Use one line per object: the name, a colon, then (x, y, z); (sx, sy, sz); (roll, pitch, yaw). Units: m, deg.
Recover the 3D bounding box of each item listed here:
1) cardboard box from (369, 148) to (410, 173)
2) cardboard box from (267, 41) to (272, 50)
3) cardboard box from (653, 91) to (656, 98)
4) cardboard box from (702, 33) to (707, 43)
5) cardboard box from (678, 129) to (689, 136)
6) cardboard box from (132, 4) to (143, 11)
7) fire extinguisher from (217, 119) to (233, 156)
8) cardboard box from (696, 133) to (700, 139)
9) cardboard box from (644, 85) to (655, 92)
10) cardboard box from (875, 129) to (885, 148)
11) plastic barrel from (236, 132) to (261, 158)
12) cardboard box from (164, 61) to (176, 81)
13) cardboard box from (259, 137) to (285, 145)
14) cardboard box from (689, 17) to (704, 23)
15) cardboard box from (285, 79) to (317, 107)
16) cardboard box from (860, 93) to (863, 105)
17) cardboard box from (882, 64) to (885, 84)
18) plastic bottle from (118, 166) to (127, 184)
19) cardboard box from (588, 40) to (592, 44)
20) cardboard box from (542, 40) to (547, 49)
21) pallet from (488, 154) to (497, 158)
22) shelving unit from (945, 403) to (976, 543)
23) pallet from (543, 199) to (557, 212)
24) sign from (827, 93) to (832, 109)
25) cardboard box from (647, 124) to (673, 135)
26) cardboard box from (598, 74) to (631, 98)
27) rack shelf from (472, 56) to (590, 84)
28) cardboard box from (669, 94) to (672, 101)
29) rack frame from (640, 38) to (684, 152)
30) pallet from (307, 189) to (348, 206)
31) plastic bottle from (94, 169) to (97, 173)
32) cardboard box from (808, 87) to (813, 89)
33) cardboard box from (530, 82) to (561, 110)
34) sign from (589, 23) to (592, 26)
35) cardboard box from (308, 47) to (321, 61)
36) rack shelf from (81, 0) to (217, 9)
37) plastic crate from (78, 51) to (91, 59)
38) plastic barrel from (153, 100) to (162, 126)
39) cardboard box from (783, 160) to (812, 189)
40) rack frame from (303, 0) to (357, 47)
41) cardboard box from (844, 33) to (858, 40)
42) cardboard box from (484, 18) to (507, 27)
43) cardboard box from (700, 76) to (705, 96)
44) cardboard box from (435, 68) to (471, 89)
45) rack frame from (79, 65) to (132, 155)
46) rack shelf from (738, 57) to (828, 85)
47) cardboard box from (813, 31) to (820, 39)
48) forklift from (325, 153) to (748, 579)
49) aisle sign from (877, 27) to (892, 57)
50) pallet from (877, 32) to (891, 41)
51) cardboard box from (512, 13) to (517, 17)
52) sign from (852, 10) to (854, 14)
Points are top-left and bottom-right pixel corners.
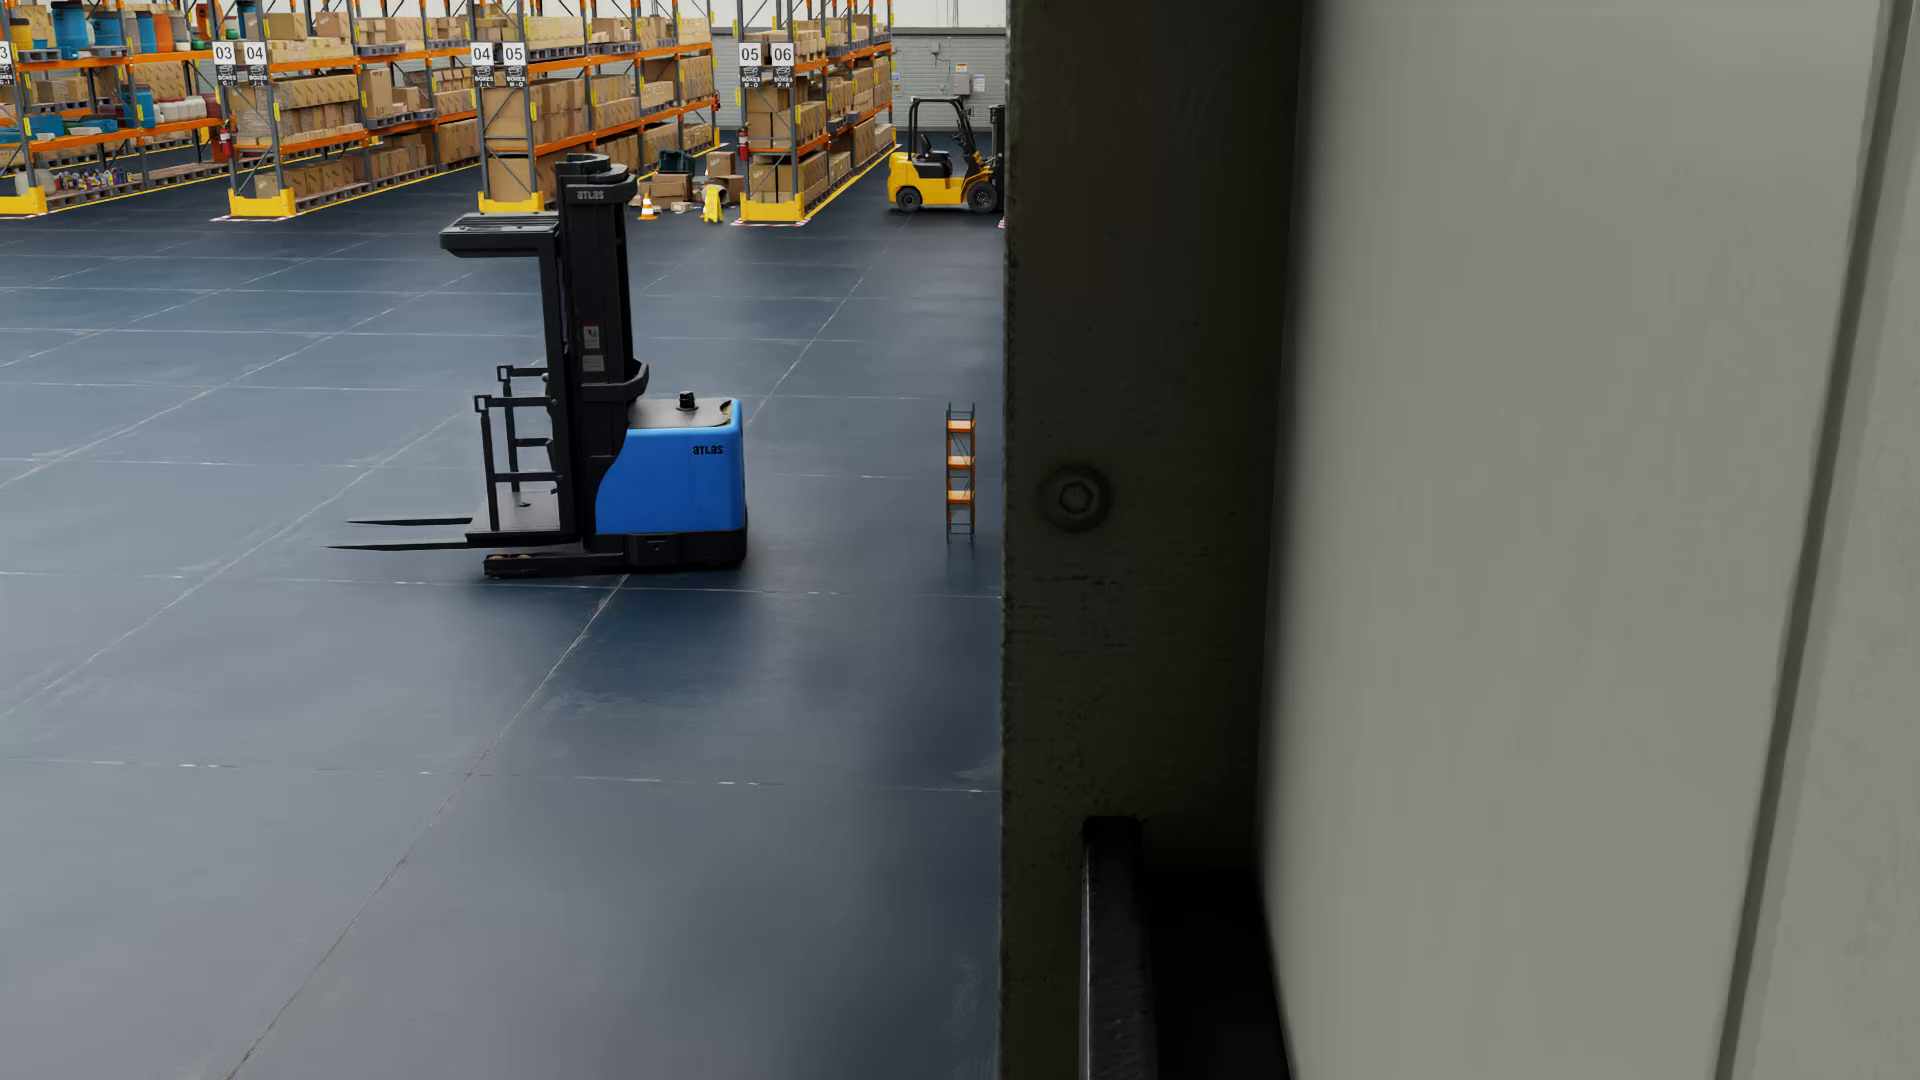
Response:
cardboard box: (-12.934, -8.615, 37.705); (0.700, 0.500, 0.500); (3, 18, 9)
cardboard box: (-13.168, -9.290, 31.242); (0.380, 0.149, 0.250); (1, 18, 4)
cardboard box: (-7.579, -10.776, 40.244); (0.380, 0.149, 0.250); (1, 18, 3)
cardboard box: (-7.130, -13.542, 44.857); (0.500, 0.250, 0.500); (1, 18, 4)
cardboard box: (-7.343, -10.726, 43.790); (0.380, 0.149, 0.250); (1, 18, 2)
cardboard box: (-22.235, -14.023, 44.318); (0.700, 0.500, 0.500); (1, 18, 4)
fire extinguisher: (-13.887, -7.604, 31.437); (0.296, 0.674, 0.183); (1, 18, 4)
cardboard box: (-7.174, -10.821, 44.557); (0.380, 0.149, 0.250); (1, 18, 4)
cardboard box: (-7.586, -10.919, 40.203); (0.380, 0.149, 0.250); (2, 18, 6)
cardboard box: (-2.458, -10.625, 43.971); (0.875, 0.438, 0.875); (1, 18, 2)
plastic barrel: (-17.686, -9.818, 41.268); (0.600, 0.588, 0.708); (1, 18, 4)
cardboard box: (-21.978, -12.918, 45.764); (0.500, 0.500, 0.500); (2, 18, 5)
cardboard box: (-13.160, -7.630, 31.795); (0.380, 0.149, 0.250); (1, 18, 4)
cardboard box: (-7.156, -14.090, 45.087); (0.380, 0.149, 0.250); (2, 18, 5)
cardboard box: (-13.030, -8.806, 32.735); (0.500, 0.500, 0.500); (1, 18, 4)
cardboard box: (-2.592, -10.563, 39.780); (0.500, 0.250, 0.500); (1, 18, 4)
cardboard box: (-2.269, -12.309, 43.906); (0.500, 0.500, 0.500); (1, 18, 4)
plastic bottle: (-17.831, -7.763, 35.345); (0.144, 0.351, 0.185); (1, 18, 2)
cardboard box: (-7.900, -10.557, 34.888); (0.258, 0.266, 0.396); (1, 18, 3)
cardboard box: (-8.081, -9.412, 31.582); (0.380, 0.149, 0.250); (1, 18, 4)
pallet: (-12.539, -9.827, 42.574); (1.003, 0.211, 1.213); (1, 18, 4)
shelving unit: (0.004, -0.516, 12.810); (0.215, 1.050, 0.252); (1, 18, 4)
pallet: (-8.499, -6.449, 32.266); (1.003, 0.211, 1.213); (1, 18, 4)
sign: (-2.706, -9.089, 34.454); (0.100, 0.325, 0.005); (1, 18, 4)
cardboard box: (-7.470, -10.223, 41.440); (0.500, 0.250, 0.500); (2, 18, 7)
cardboard box: (-7.947, -10.392, 38.055); (0.700, 0.500, 0.500); (1, 18, 4)
rack shelf: (-8.335, -9.229, 32.609); (1.077, 0.370, 4.000); (1, 18, 4)
cardboard box: (-7.467, -11.123, 41.780); (0.380, 0.149, 0.250); (1, 18, 4)
rack frame: (-7.618, -11.251, 42.443); (1.000, 3.000, 0.127); (1, 18, 4)
pallet: (-13.230, -6.994, 33.929); (1.003, 0.211, 1.213); (1, 18, 4)
plastic bottle: (-18.422, -7.745, 35.398); (0.061, 0.283, 0.133); (1, 18, 4)
cardboard box: (-3.409, -9.378, 35.415); (0.500, 0.500, 0.500); (1, 18, 4)
cardboard box: (-8.382, -8.734, 32.786); (0.875, 0.550, 0.500); (1, 18, 4)
sign: (-8.446, -11.693, 38.143); (0.100, 0.325, 0.005); (1, 18, 4)
cardboard box: (-13.024, -9.640, 32.950); (0.500, 0.250, 0.500); (2, 18, 6)
rack shelf: (-17.929, -11.959, 36.767); (1.077, 0.370, 4.000); (1, 18, 4)
plastic crate: (-17.784, -9.812, 33.656); (0.243, 0.136, 0.396); (1, 18, 4)
plastic barrel: (-17.785, -9.376, 36.502); (0.433, 0.535, 0.433); (0, 18, 0)
cardboard box: (-3.166, -7.109, 32.337); (0.500, 0.500, 0.500); (1, 18, 2)
rack frame: (-13.132, -11.759, 34.359); (1.000, 3.000, 0.127); (1, 18, 4)
cardboard box: (-2.660, -12.095, 39.903); (0.380, 0.166, 0.250); (3, 18, 9)
cardboard box: (-8.755, -9.726, 31.257); (0.380, 0.149, 0.250); (2, 18, 5)
cardboard box: (-7.176, -12.220, 44.760); (0.500, 0.500, 0.500); (1, 18, 4)
cardboard box: (-12.657, -11.506, 41.449); (0.797, 0.503, 0.637); (1, 18, 5)
rack frame: (-22.439, -11.616, 43.555); (1.000, 3.000, 0.127); (1, 18, 4)
rack shelf: (-3.391, -9.150, 32.368); (1.077, 0.370, 4.000); (1, 18, 4)
cardboard box: (-2.990, -10.024, 33.004); (0.380, 0.149, 0.250); (2, 18, 6)
forklift: (-3.136, -1.285, 12.136); (3.031, 2.935, 1.130); (-2, 18, -6)
aisle sign: (-2.073, -13.665, 45.635); (0.394, 0.787, 0.004); (1, 18, 4)
pallet: (-2.430, -13.567, 44.835); (1.003, 0.211, 1.213); (1, 18, 4)
cardboard box: (-12.416, -14.021, 45.082); (0.700, 0.500, 0.500); (1, 18, 2)
sign: (-2.940, -14.307, 45.421); (0.100, 0.325, 0.005); (1, 18, 4)
